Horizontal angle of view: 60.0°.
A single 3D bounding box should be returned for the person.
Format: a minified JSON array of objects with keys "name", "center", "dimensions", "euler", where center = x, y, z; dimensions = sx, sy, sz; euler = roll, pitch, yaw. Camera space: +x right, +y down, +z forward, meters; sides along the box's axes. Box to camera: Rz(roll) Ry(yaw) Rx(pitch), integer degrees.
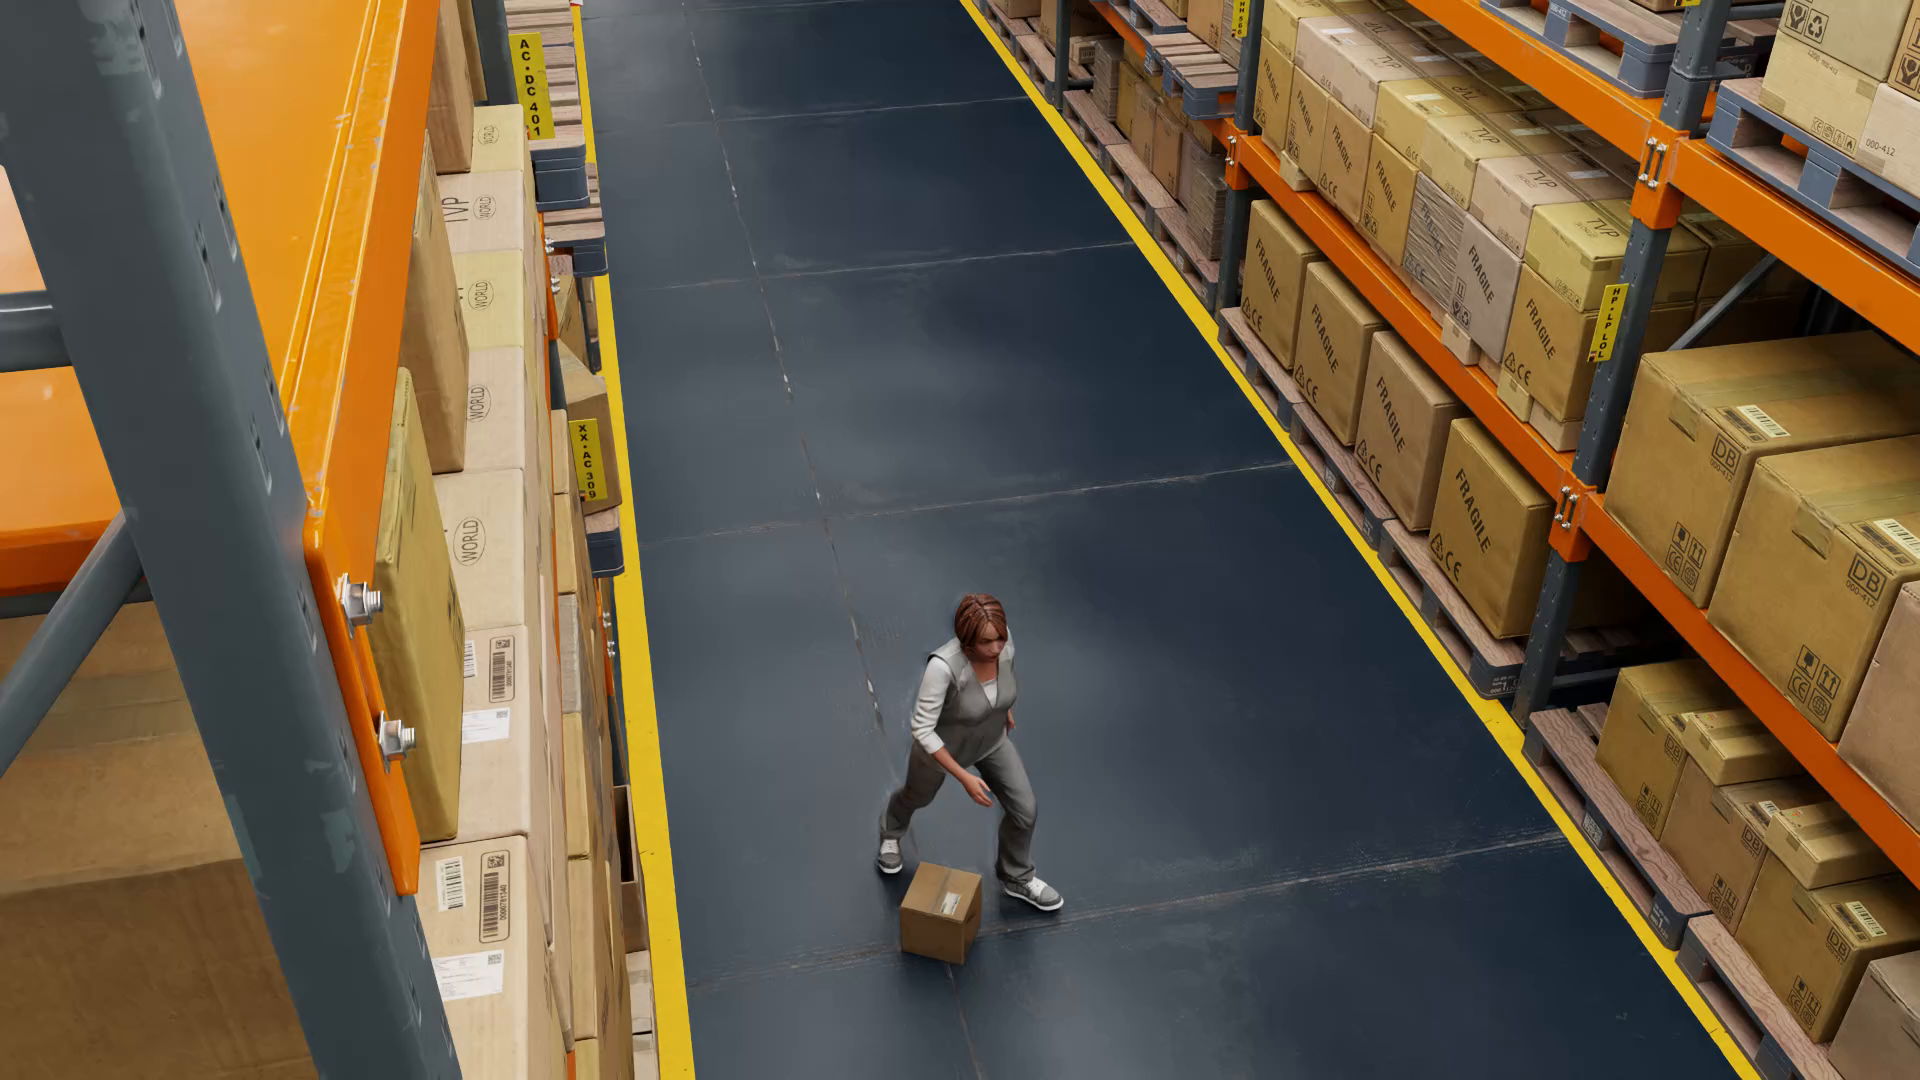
[{"name":"person","center":[0.000,0.753,6.300],"dimensions":[0.550,1.528,0.783],"euler":[-19,39,-26]}]
